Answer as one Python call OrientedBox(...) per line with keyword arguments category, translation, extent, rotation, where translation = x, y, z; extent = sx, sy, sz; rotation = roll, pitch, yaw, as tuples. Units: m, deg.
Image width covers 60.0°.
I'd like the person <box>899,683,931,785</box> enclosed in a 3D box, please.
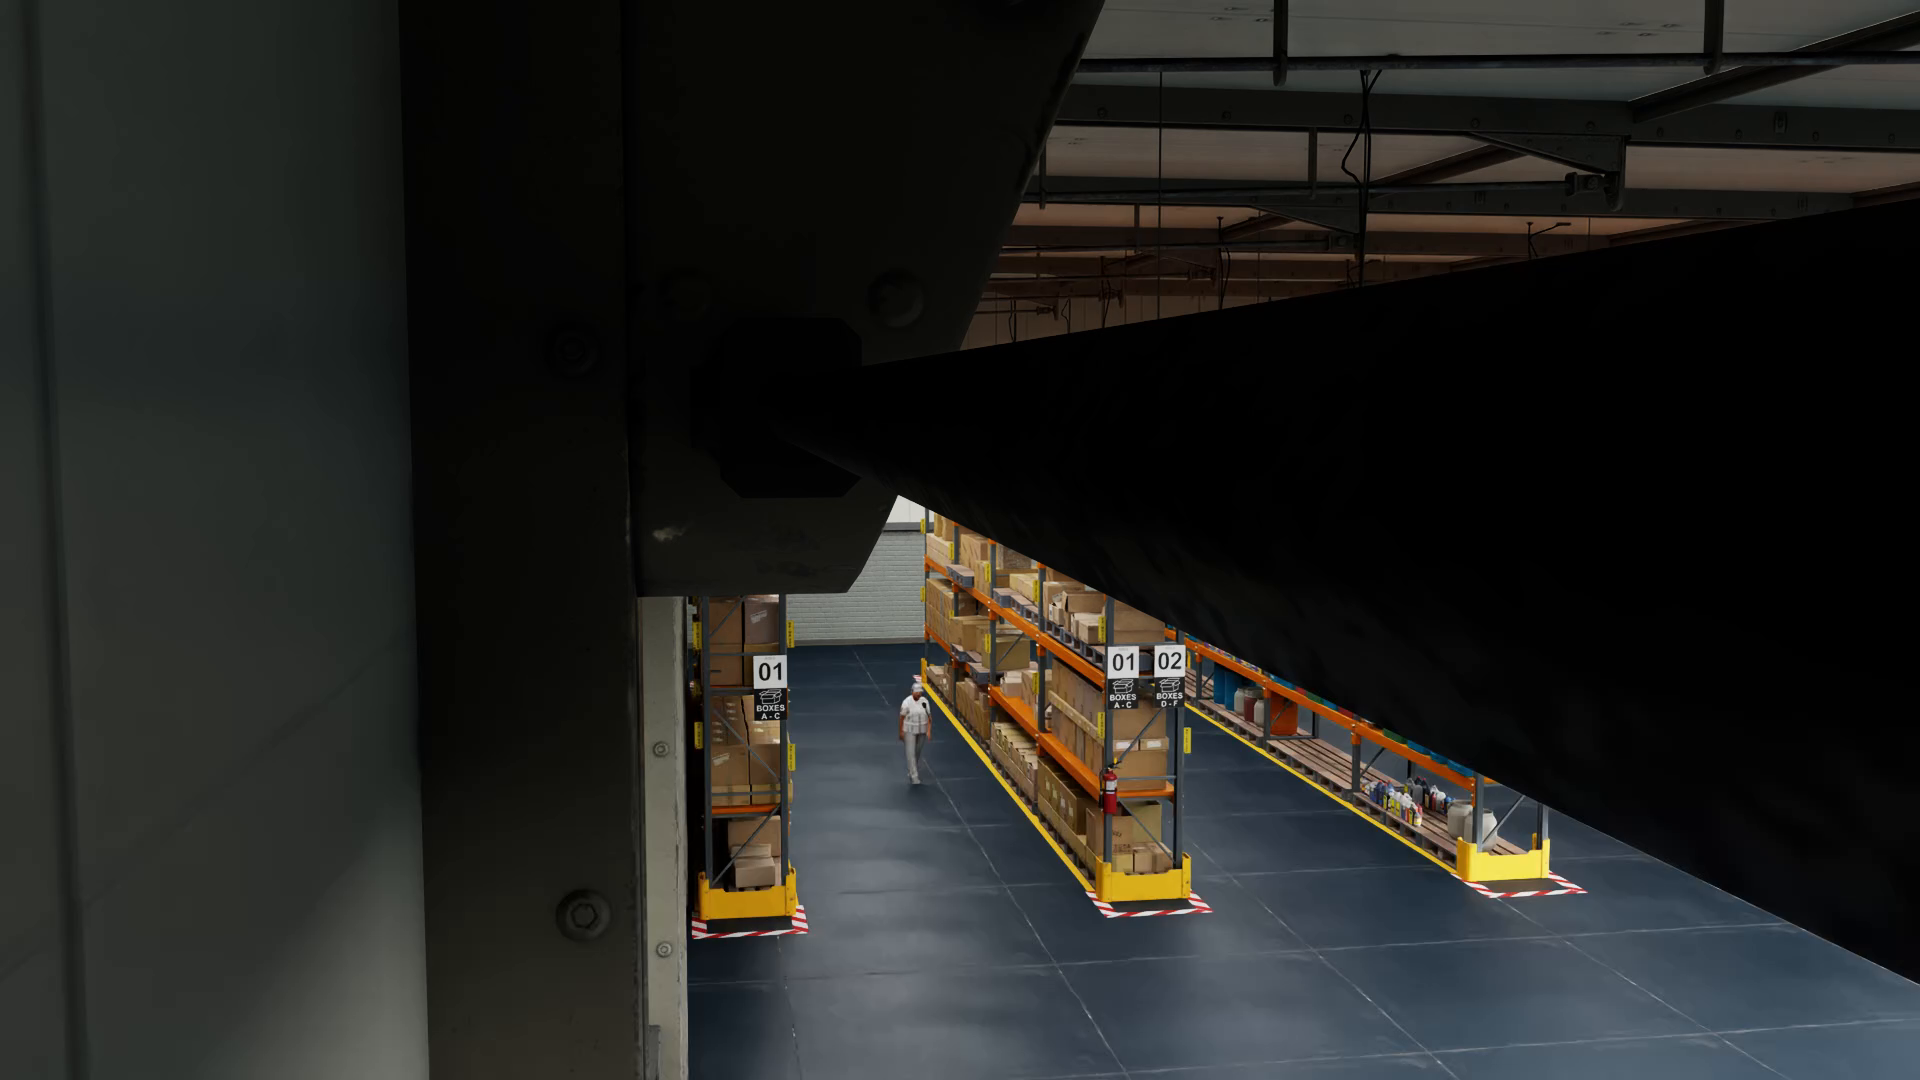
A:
OrientedBox(category="person", translation=(-0.708, 3.126, 27.038), extent=(0.530, 1.608, 0.989), rotation=(-3, 6, -29))
